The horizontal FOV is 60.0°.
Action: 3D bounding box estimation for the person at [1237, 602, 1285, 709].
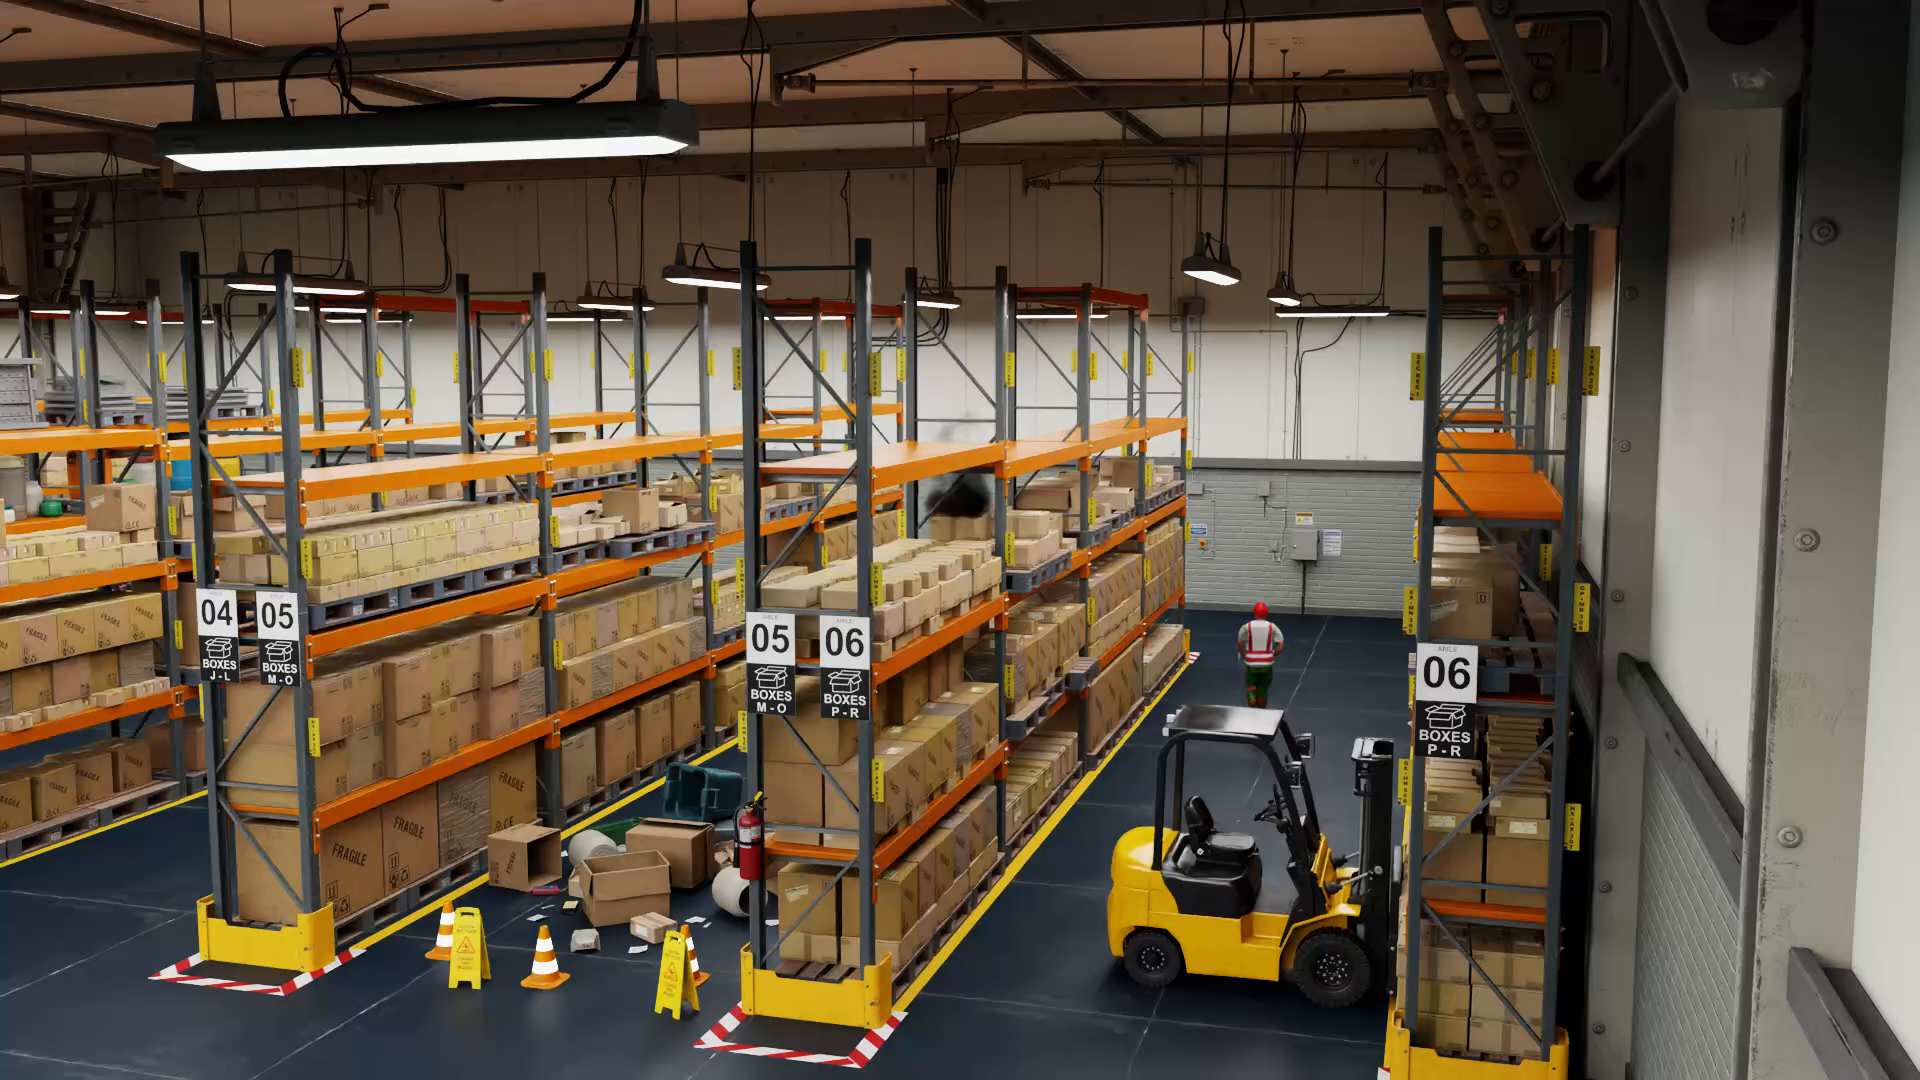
[{"bbox_3d":[4.170,1.726,23.106,0.656,1.745,0.615,1,6,8],"label":"person"}]
